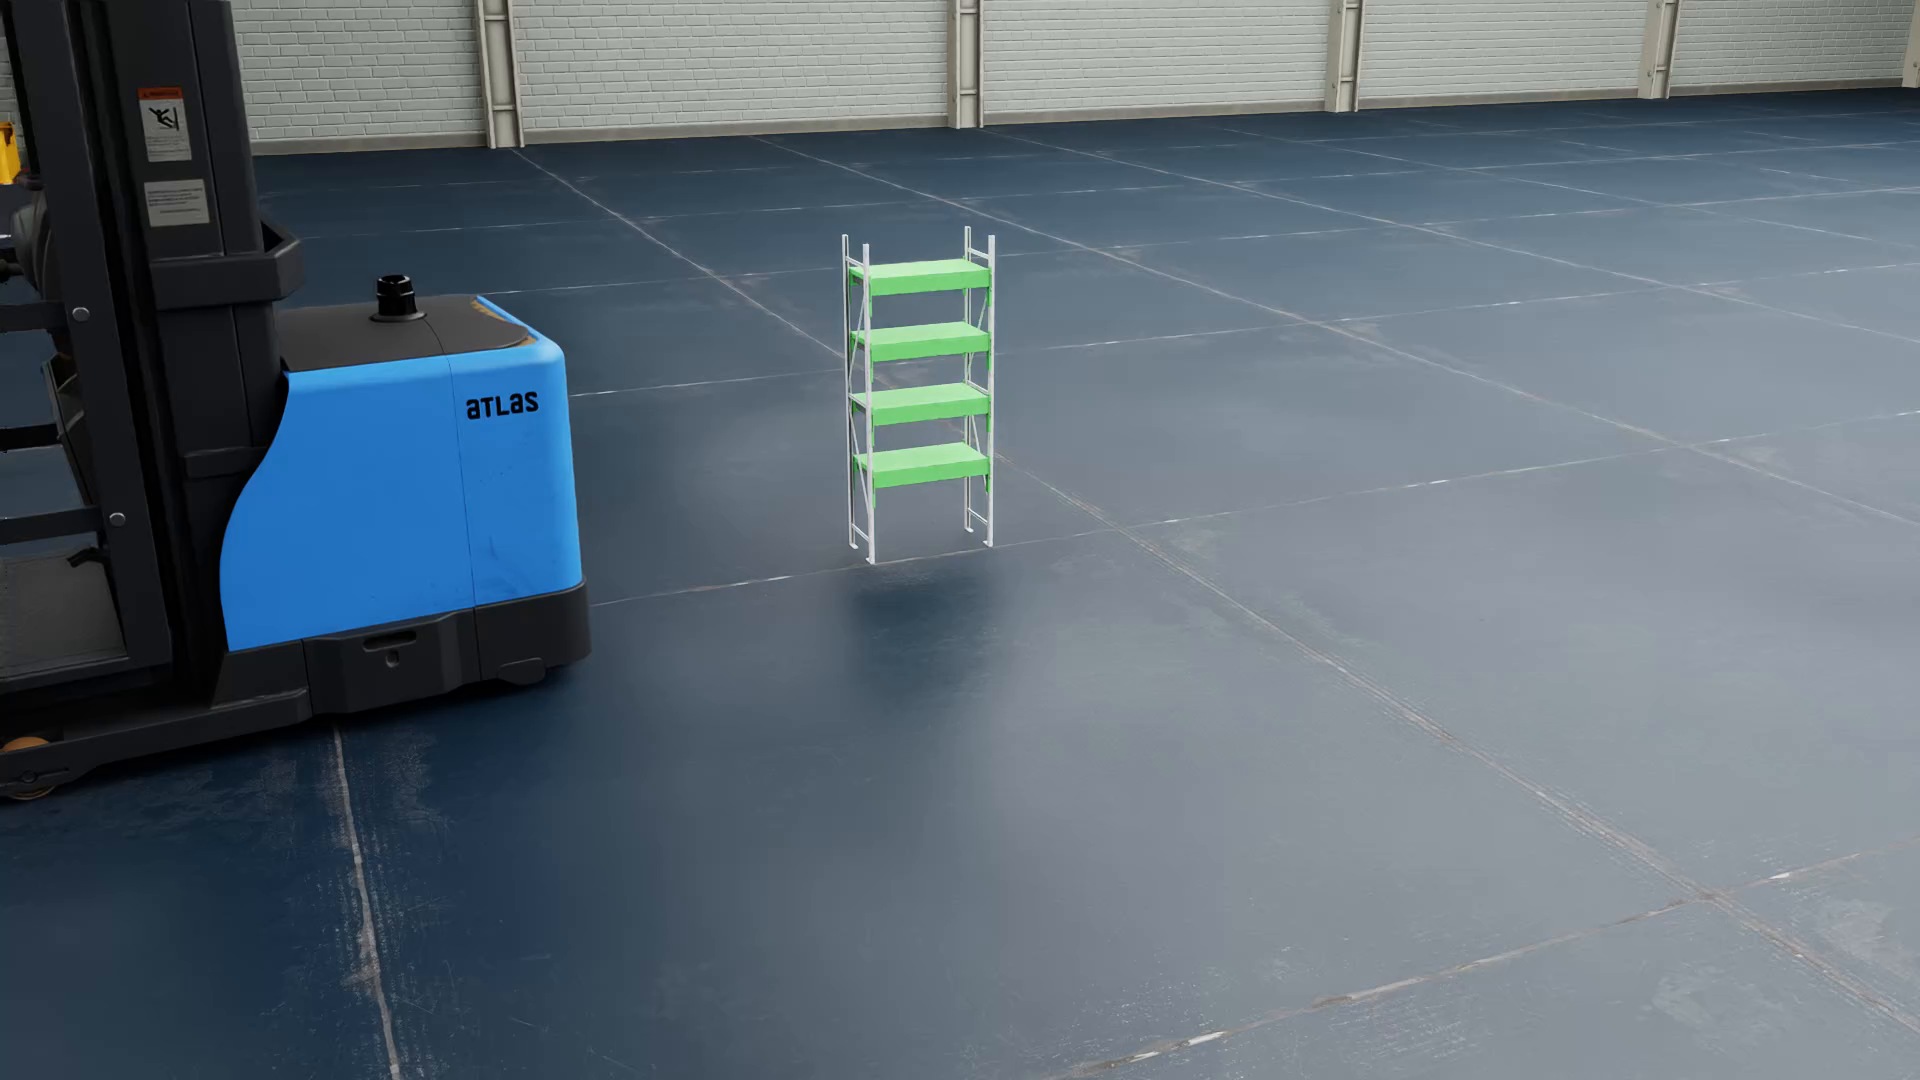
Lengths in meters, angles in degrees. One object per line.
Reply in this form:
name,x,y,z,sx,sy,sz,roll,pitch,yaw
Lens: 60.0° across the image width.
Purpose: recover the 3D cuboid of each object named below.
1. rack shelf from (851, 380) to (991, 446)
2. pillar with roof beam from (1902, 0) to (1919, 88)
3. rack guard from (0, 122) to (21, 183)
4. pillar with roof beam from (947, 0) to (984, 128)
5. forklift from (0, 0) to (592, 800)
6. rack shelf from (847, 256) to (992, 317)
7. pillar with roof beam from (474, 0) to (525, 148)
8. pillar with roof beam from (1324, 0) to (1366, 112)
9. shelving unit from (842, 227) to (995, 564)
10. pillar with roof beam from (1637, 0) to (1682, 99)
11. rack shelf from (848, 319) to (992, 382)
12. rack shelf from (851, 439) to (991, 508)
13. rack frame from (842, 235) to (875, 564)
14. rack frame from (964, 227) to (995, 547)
rack shelf,-0.152,-0.484,6.282,0.480,0.148,0.258,-8,21,-22
pillar with roof beam,18.304,-10.804,23.656,0.400,9.000,9.100,-8,21,-22
rack guard,-9.929,-3.981,17.076,0.348,0.500,1.175,-8,21,-22
pillar with roof beam,1.777,-8.436,16.931,0.400,9.000,9.100,-8,21,-22
forklift,-2.708,-0.844,4.507,3.031,2.935,1.130,-11,22,-28
rack shelf,-0.152,-0.937,6.123,0.480,0.148,0.258,-8,21,-22
pillar with roof beam,-3.733,-7.646,14.689,0.400,9.000,9.100,-8,21,-22
pillar with roof beam,7.286,-9.225,19.173,0.400,9.000,9.100,-8,21,-22
shelving unit,-0.152,-0.544,6.261,0.503,1.200,0.258,-8,21,-22
pillar with roof beam,12.795,-10.014,21.414,0.400,9.000,9.100,-8,21,-22
rack shelf,-0.152,-0.710,6.202,0.480,0.148,0.258,-8,21,-22
rack shelf,-0.152,-0.258,6.362,0.480,0.148,0.258,-8,21,-22
rack frame,-0.376,-0.512,6.170,0.015,1.200,0.240,-8,21,-22
rack frame,0.072,-0.576,6.352,0.015,1.200,0.240,-8,21,-22
